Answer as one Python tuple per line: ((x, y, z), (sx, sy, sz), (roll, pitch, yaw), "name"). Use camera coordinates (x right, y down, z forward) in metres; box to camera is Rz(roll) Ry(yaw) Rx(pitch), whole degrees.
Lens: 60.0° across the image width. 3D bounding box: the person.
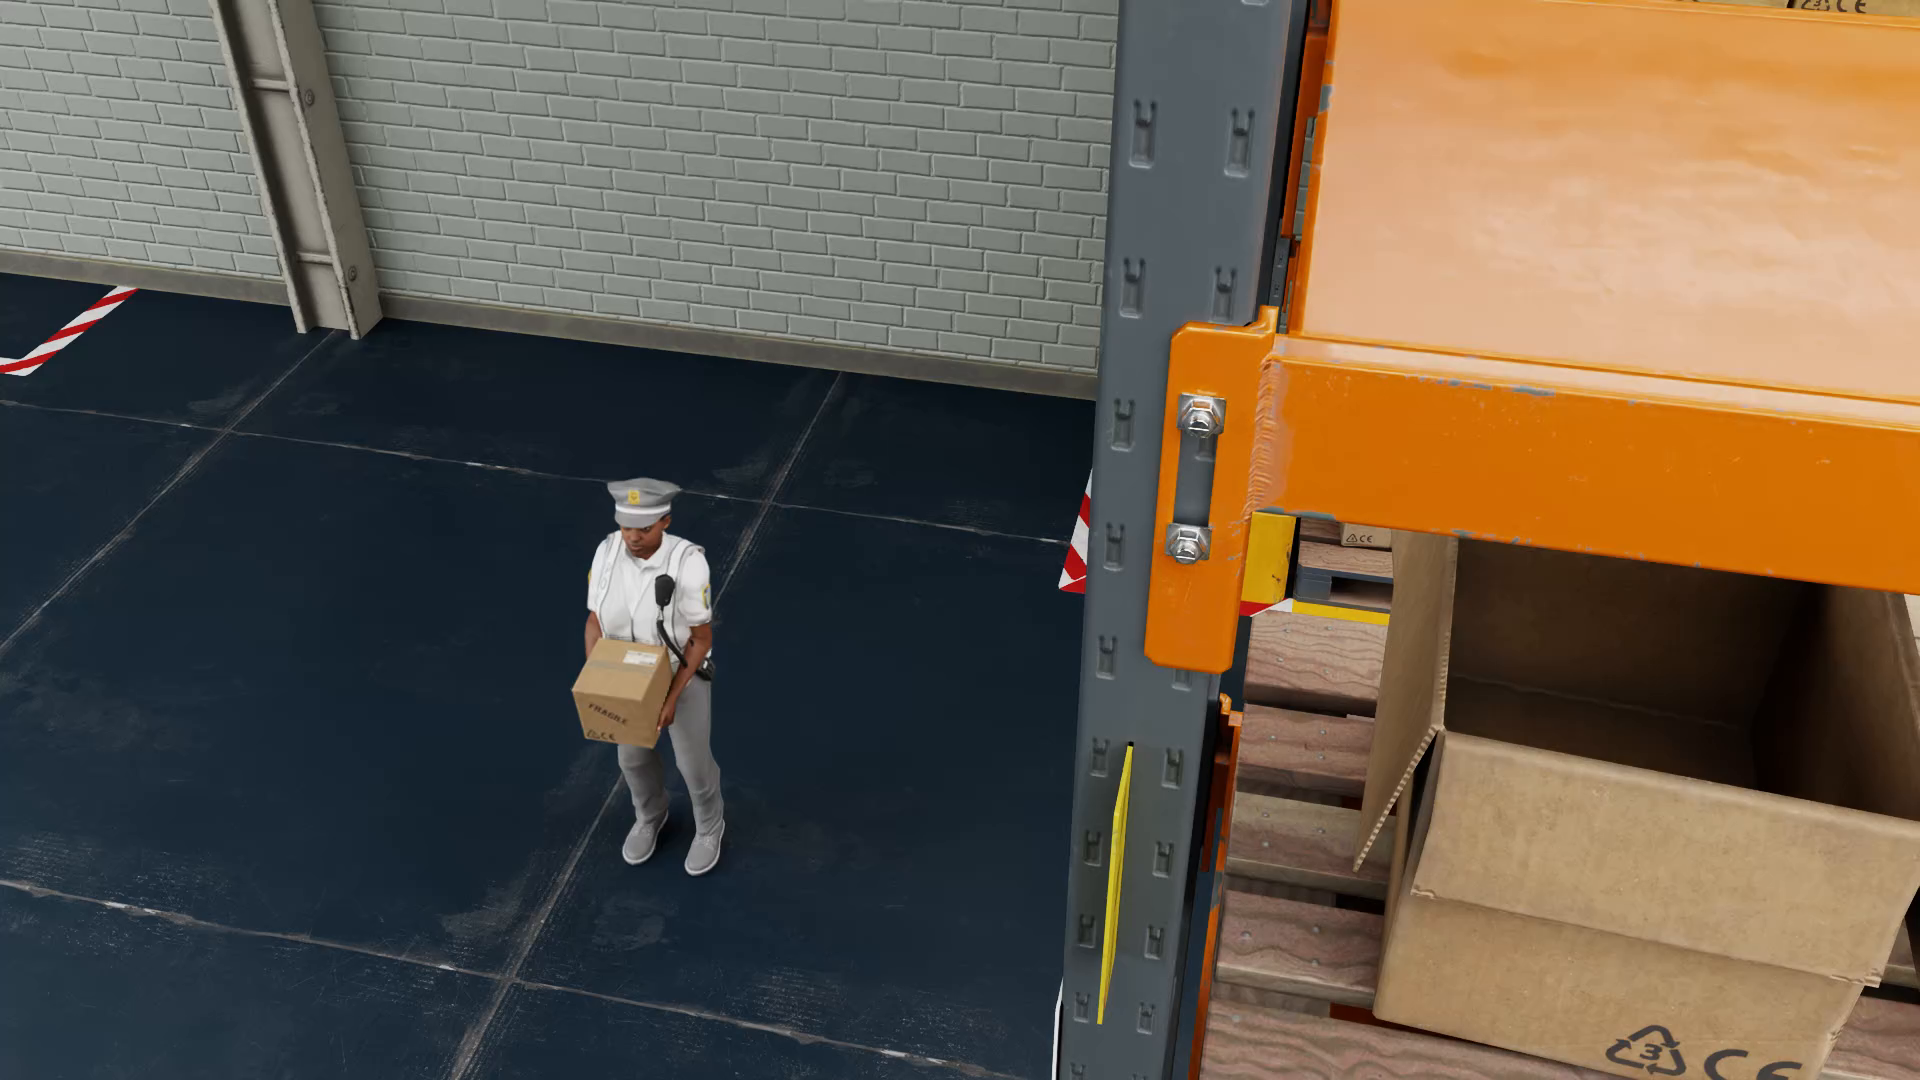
((-1.100, 0.530, 5.913), (0.460, 1.692, 0.515), (7, 37, 10), "person")
